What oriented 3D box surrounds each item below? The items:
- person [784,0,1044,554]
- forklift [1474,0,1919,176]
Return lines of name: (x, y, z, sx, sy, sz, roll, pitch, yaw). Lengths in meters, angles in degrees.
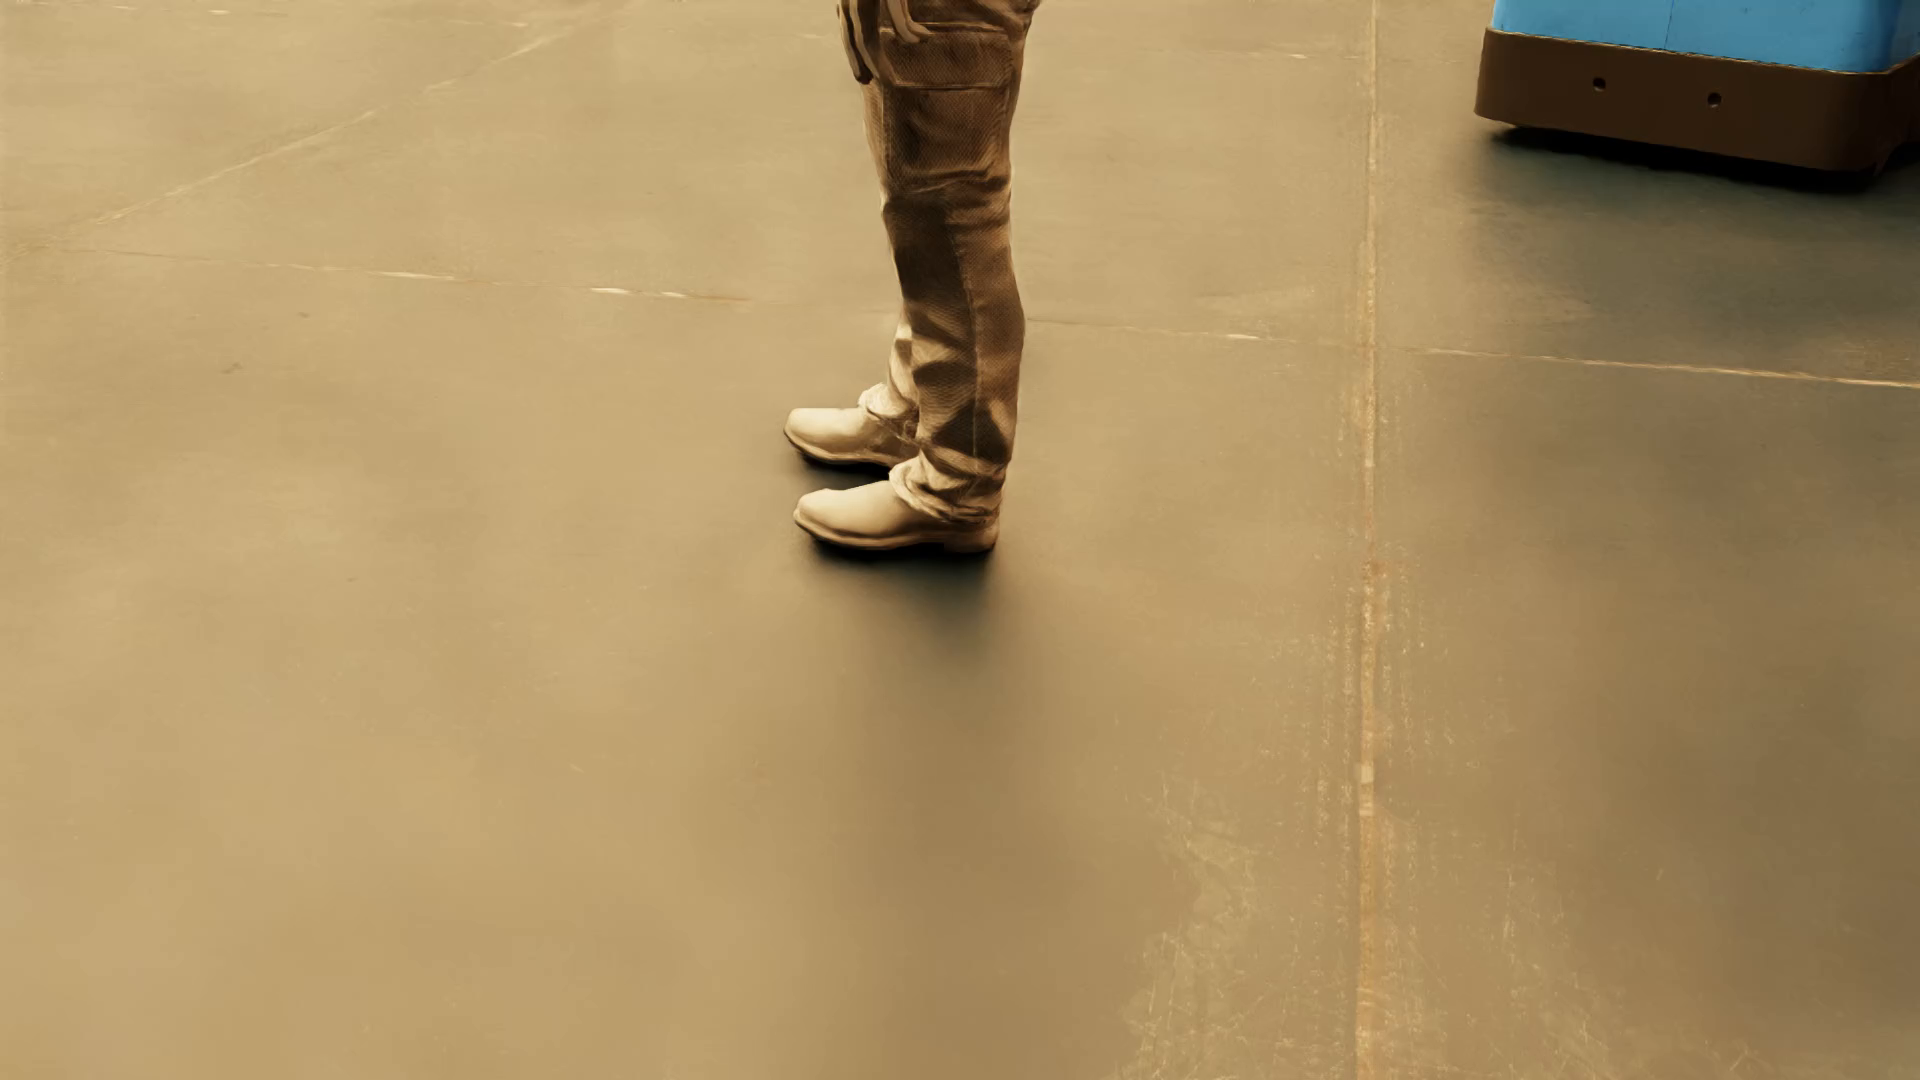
person: (-0.069, -0.813, 2.116, 0.576, 1.782, 0.655, 6, 27, 11)
forklift: (2.803, -2.826, 4.849, 1.130, 2.935, 3.031, 21, 33, 35)
